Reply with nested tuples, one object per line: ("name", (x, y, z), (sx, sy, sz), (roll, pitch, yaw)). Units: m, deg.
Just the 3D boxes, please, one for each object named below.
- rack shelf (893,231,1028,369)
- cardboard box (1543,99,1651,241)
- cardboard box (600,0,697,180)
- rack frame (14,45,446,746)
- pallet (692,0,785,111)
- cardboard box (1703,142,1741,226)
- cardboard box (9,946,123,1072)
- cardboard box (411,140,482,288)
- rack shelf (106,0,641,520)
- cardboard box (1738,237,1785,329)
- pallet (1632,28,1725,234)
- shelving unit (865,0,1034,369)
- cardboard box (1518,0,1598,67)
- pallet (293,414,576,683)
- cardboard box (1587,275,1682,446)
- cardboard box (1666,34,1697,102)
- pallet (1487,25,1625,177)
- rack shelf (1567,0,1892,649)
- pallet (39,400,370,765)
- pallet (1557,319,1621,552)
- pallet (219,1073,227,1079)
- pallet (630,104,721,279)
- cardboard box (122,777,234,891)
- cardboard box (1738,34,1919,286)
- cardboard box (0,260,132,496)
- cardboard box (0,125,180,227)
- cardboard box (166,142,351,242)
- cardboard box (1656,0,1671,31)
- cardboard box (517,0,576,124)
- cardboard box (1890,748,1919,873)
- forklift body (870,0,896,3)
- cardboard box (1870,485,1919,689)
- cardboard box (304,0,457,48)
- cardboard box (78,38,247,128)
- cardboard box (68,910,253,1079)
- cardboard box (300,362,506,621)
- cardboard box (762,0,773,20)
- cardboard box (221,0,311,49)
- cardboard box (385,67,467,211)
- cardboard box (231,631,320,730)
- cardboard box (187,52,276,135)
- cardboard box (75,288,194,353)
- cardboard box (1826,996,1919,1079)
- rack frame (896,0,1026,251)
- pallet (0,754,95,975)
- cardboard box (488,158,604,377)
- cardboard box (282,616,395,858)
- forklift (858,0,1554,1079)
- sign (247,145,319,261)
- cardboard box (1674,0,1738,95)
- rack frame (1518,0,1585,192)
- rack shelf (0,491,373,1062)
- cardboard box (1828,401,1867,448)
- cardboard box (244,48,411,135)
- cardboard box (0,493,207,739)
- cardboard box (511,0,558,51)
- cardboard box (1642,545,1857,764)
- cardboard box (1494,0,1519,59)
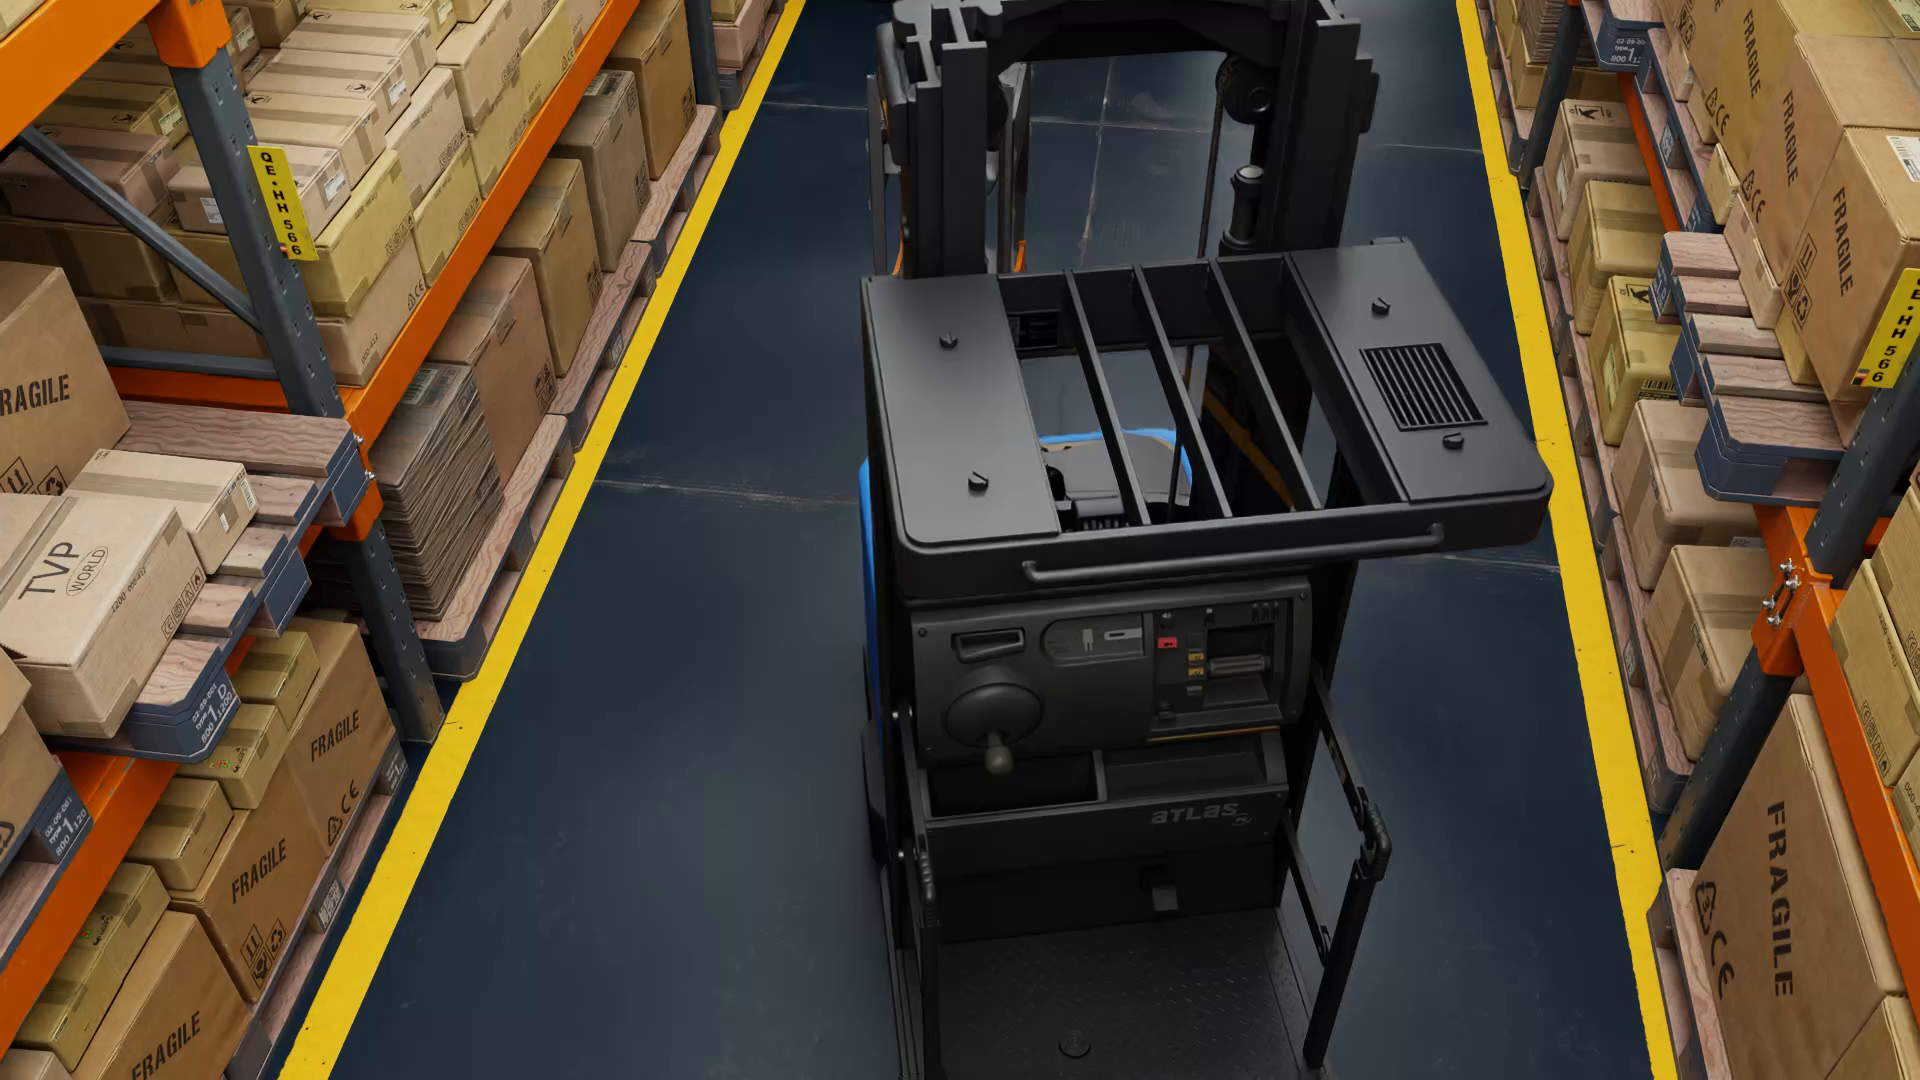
("rack shelf", (-0.022, -0.640, 5.418), (0.431, 0.518, 0.480), (5, 44, 6))
("cardboard box", (3.143, -1.611, 7.375), (0.950, 0.372, 0.625), (6, 44, 6))
("cardboard box", (-1.768, -2.152, 7.763), (0.875, 0.625, 0.625), (7, 44, 7))
("rack frame", (-2.239, -0.493, 4.589), (1.000, 3.000, 0.127), (5, 44, 6))
("pallet", (-1.564, -2.744, 8.995), (1.003, 0.211, 1.213), (5, 44, 6))
("cardboard box", (2.508, -1.075, 5.081), (0.380, 0.149, 0.250), (6, 44, 6))
("cardboard box", (-2.250, 1.097, 3.951), (0.380, 0.149, 0.250), (5, 44, 5))
("cardboard box", (-1.867, -1.061, 5.298), (0.500, 0.250, 0.500), (4, 44, 5))
("rack shelf", (-1.975, -1.594, 6.275), (1.077, 0.370, 4.000), (5, 44, 6))
("cardboard box", (2.444, -0.715, 4.701), (0.380, 0.149, 0.250), (5, 44, 5))
("pallet", (2.902, -1.327, 5.609), (1.003, 0.211, 1.213), (5, 44, 6))
("shelving unit", (-0.022, -0.650, 5.409), (0.431, 2.100, 0.503), (5, 44, 6))
("cardboard box", (3.022, -2.624, 7.989), (0.500, 0.500, 0.500), (5, 44, 5))
("pallet", (-2.092, -0.037, 6.136), (1.003, 0.211, 1.213), (5, 44, 6))
("cardboard box", (2.961, -0.646, 6.357), (0.950, 0.372, 0.625), (7, 44, 7))
("cardboard box", (2.624, -1.598, 5.633), (0.380, 0.149, 0.250), (7, 44, 7))
("pallet", (3.264, -2.218, 8.439), (1.003, 0.211, 1.213), (5, 44, 6))
("rack shelf", (2.946, -1.146, 5.802), (1.077, 0.370, 4.000), (5, 44, 6))
("pallet", (-2.259, 0.045, 4.160), (1.213, 0.211, 1.003), (5, 44, 6))
("pallet", (2.950, -0.393, 6.511), (1.003, 0.211, 1.213), (5, 44, 6))
("pallet", (-2.539, 1.855, 4.138), (1.003, 0.211, 1.213), (5, 44, 6))
("pallet", (-1.769, -1.700, 7.892), (1.003, 0.211, 1.213), (5, 44, 6))
("cardboard box", (-2.137, 0.751, 4.316), (0.380, 0.149, 0.250), (4, 44, 4))
("cardboard box", (2.523, -1.029, 4.561), (0.500, 0.500, 0.500), (5, 44, 5))
("cardboard box", (-2.462, -0.345, 4.054), (0.500, 0.500, 0.500), (7, 44, 7))
("cardboard box", (-2.397, -1.004, 4.585), (0.380, 0.149, 0.250), (7, 44, 7))
("cardboard box", (-1.905, -0.955, 4.532), (0.380, 0.149, 0.250), (6, 44, 7))
("cardboard box", (2.745, -1.942, 5.997), (0.380, 0.149, 0.250), (6, 44, 6))
("cardboard box", (-1.735, -1.766, 6.042), (0.500, 0.250, 0.500), (7, 44, 7))
("cardboard box", (2.317, 0.673, 3.467), (0.500, 0.250, 0.500), (4, 44, 4))
("forklift body", (0.376, -4.178, 9.098), (2.313, 2.155, 1.214), (5, 44, 6))
("cardboard box", (2.370, 0.152, 3.653), (0.500, 0.250, 0.500), (5, 44, 5))
("cardboard box", (-1.837, -1.668, 5.285), (0.380, 0.149, 0.250), (6, 44, 6))
("cardboard box", (-2.378, -1.364, 4.964), (0.380, 0.149, 0.250), (5, 44, 5))
("cardboard box", (-2.225, 1.267, 4.242), (0.500, 0.500, 0.500), (7, 44, 7))
("cardboard box", (-2.143, -0.207, 5.708), (0.875, 0.625, 0.625), (7, 44, 7))
("cardboard box", (-1.266, -3.020, 8.952), (0.500, 0.250, 0.500), (4, 44, 5))
("cardboard box", (-2.303, -1.709, 5.328), (0.380, 0.149, 0.250), (5, 44, 5))
("cardboard box", (-1.871, -1.241, 5.124), (0.500, 0.250, 0.500), (7, 44, 7))
("cardboard box", (-2.053, 0.387, 4.701), (0.380, 0.149, 0.250), (3, 44, 3))
("cardboard box", (-2.389, -1.300, 5.186), (0.500, 0.250, 0.500), (6, 44, 6))
("cardboard box", (-2.433, -0.768, 4.988), (0.500, 0.250, 0.500), (4, 44, 5))
("cardboard box", (2.386, 1.646, 3.570), (0.875, 0.875, 0.875), (6, 44, 6))
("rack frame", (0.010, -0.816, 5.585), (0.400, 2.100, 0.015), (5, 44, 6))
("pallet", (-2.492, 0.903, 3.254), (1.003, 0.211, 1.213), (5, 44, 6))
("cardboard box", (-1.976, -1.111, 6.664), (0.875, 0.625, 0.625), (4, 44, 4))
("cardboard box", (-2.082, 0.570, 4.979), (0.500, 0.500, 0.500), (6, 44, 7))
("forklift", (0.385, 0.406, 3.689), (1.130, 2.935, 3.031), (-5, 44, -5))
("sign", (-1.700, -0.841, 4.172), (0.100, 0.325, 0.005), (5, 44, 6))
("cardboard box", (2.662, -1.745, 5.317), (0.500, 0.500, 0.500), (4, 44, 4))
("rack frame", (3.210, -2.770, 6.994), (1.000, 3.000, 0.127), (5, 44, 6))
("rack shelf", (-2.504, 1.132, 3.396), (1.077, 0.370, 4.000), (5, 44, 6))
("cardboard box", (2.491, -0.350, 4.315), (0.380, 0.149, 0.250), (7, 44, 7))
("cardboard box", (-1.863, -1.314, 4.912), (0.380, 0.149, 0.250), (6, 44, 7))
("cardboard box", (-2.058, 0.158, 3.705), (0.500, 0.250, 0.500), (3, 44, 4))
("cardboard box", (-1.741, -1.946, 5.870), (0.500, 0.250, 0.500), (6, 44, 6))
("cardboard box", (2.766, 0.374, 5.280), (0.950, 0.372, 0.625), (3, 43, 3))
("cardboard box", (3.082, -2.715, 8.630), (0.500, 0.250, 0.500), (4, 44, 4))
